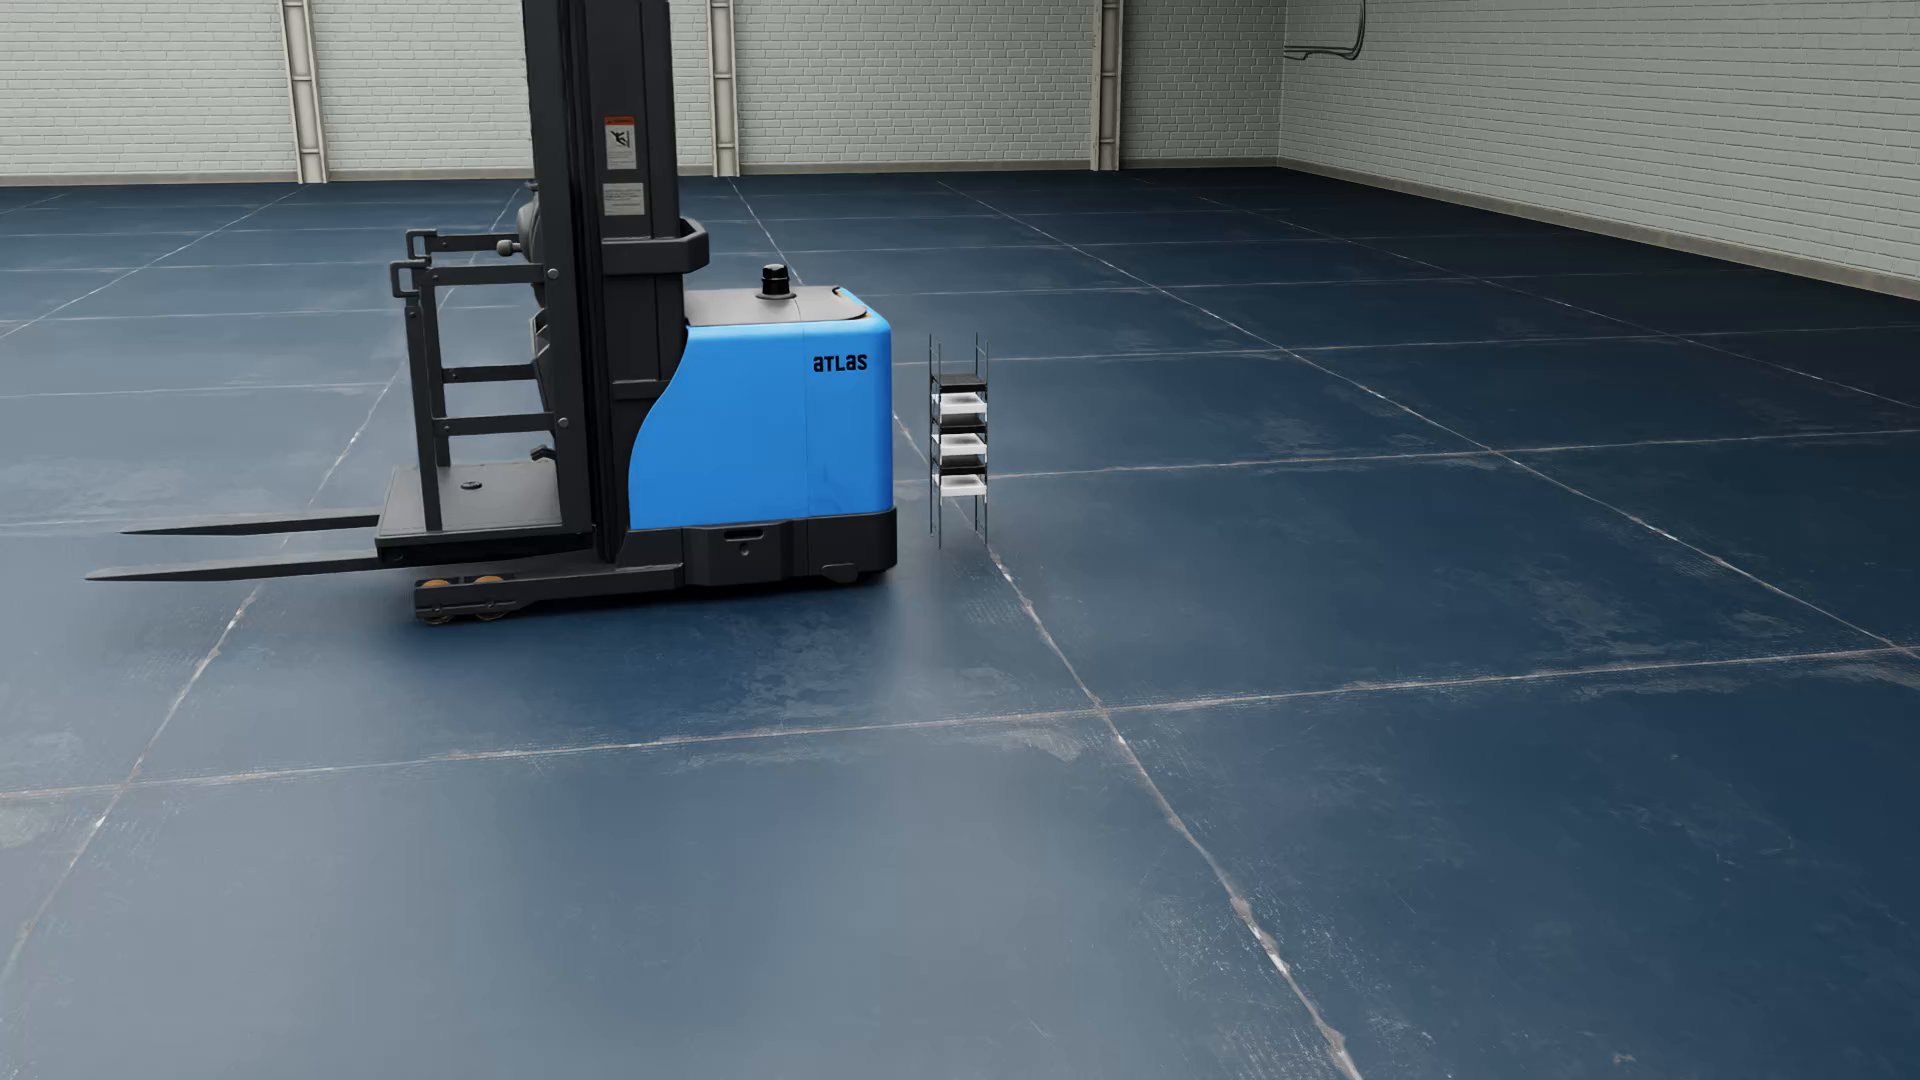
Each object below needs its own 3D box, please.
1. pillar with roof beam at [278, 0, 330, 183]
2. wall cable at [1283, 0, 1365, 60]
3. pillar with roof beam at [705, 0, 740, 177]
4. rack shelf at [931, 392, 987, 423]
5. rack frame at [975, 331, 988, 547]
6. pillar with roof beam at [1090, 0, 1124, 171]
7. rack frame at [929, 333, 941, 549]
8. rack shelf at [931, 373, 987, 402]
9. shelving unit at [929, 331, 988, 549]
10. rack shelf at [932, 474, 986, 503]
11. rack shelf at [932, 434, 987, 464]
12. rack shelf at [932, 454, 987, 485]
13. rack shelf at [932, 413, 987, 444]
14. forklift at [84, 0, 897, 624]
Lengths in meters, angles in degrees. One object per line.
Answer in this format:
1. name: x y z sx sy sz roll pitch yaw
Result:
1. pillar with roof beam: -8.656 -8.312 19.046 0.400 9.000 9.100 -3 17 -10
2. wall cable: 5.452 -8.520 25.012 0.112 2.526 3.097 -3 17 -10
3. pillar with roof beam: -2.765 -8.646 20.134 0.400 9.000 9.100 -3 17 -10
4. rack shelf: -0.008 -0.570 7.135 0.200 0.077 0.258 -3 17 -10
5. rack frame: 0.092 -0.435 7.197 0.006 0.900 0.240 -3 17 -10
6. pillar with roof beam: 3.126 -8.980 21.222 0.400 9.000 9.100 -3 17 -10
7. rack frame: -0.108 -0.424 7.160 0.006 0.900 0.240 -3 17 -10
8. rack shelf: -0.008 -0.656 7.109 0.200 0.077 0.258 -3 17 -10
9. shelving unit: -0.008 -0.430 7.178 0.210 0.900 0.258 -3 17 -10
10. rack shelf: -0.008 -0.226 7.241 0.200 0.077 0.258 -3 17 -10
11. rack shelf: -0.008 -0.398 7.188 0.200 0.077 0.258 -3 17 -10
12. rack shelf: -0.008 -0.312 7.214 0.200 0.077 0.258 -3 17 -10
13. rack shelf: -0.008 -0.484 7.162 0.200 0.077 0.258 -3 17 -10
14. forklift: -1.830 -1.254 6.402 3.031 2.935 1.130 -4 18 -14
